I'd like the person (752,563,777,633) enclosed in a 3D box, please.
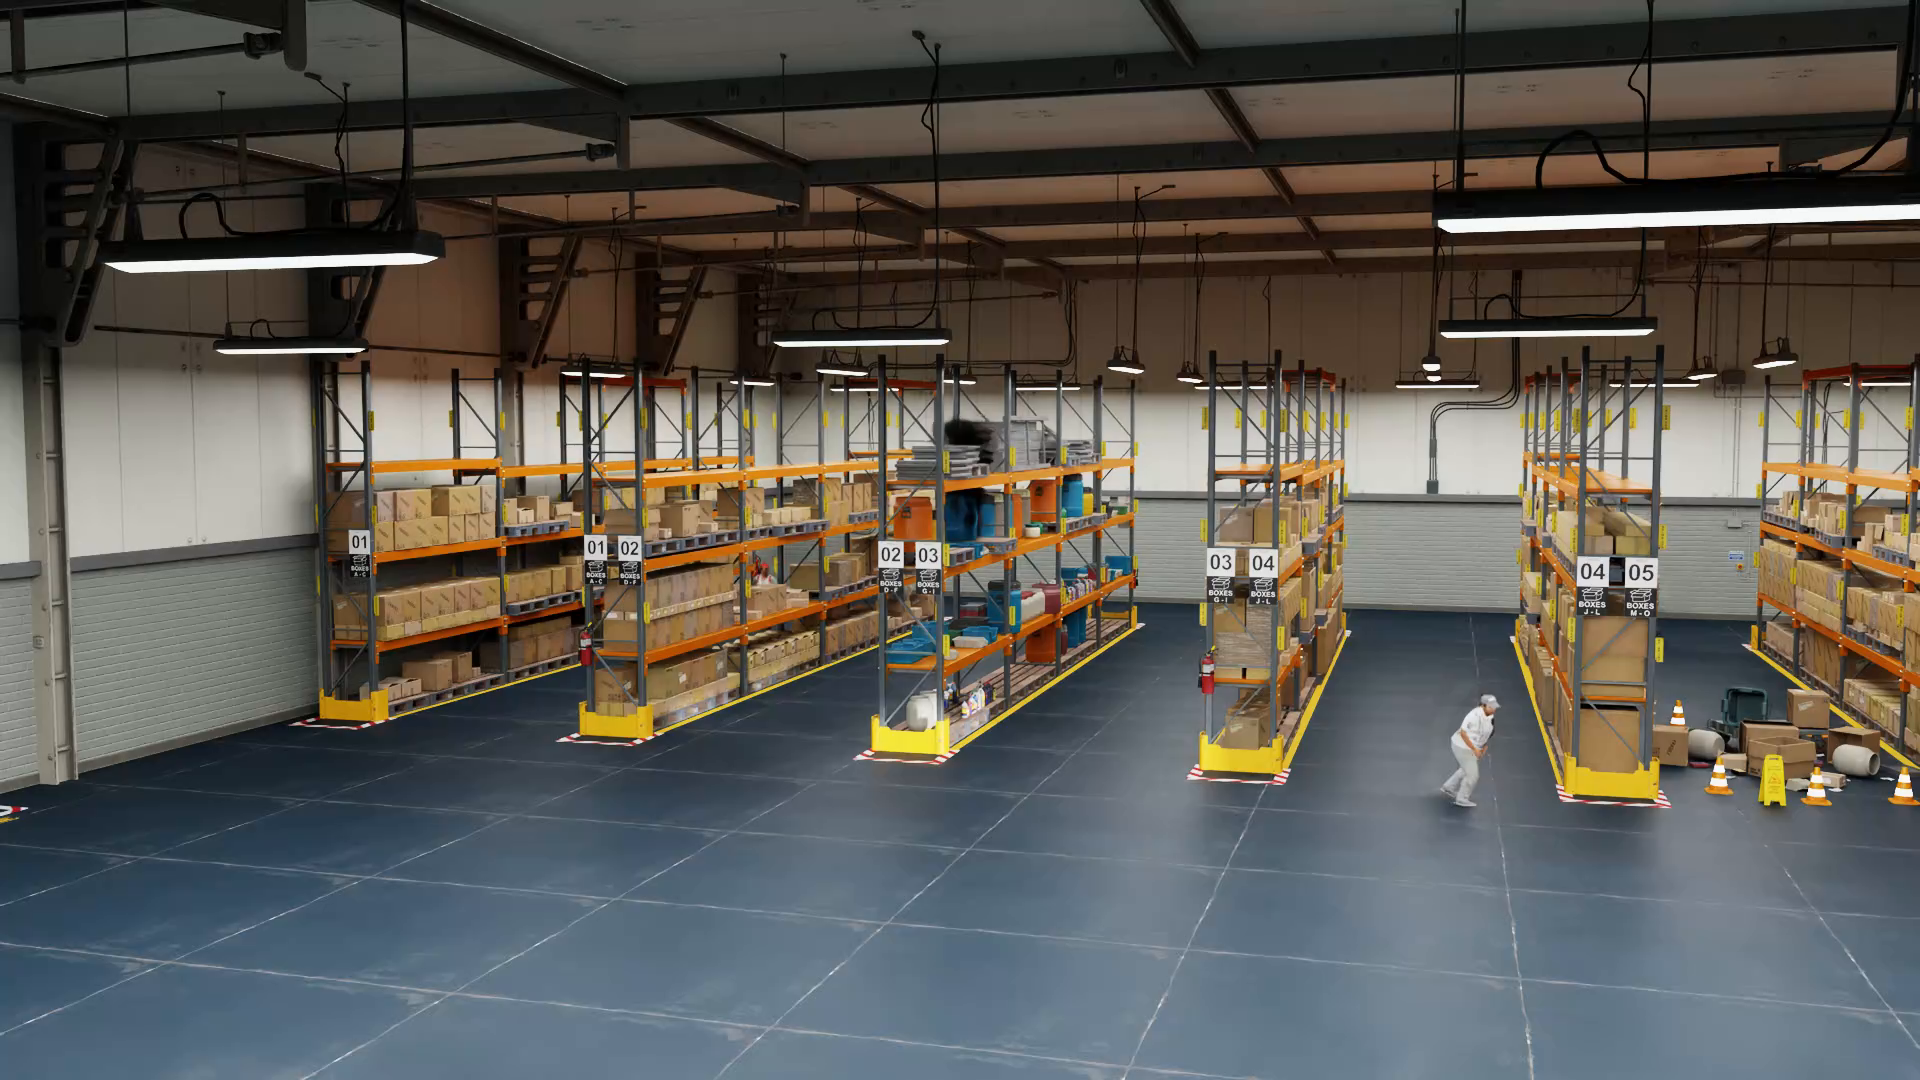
[{"bbox_3d":[-4.463,1.411,37.771,0.647,1.783,0.700,0,4,4],"label":"person"}]

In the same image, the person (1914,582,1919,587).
[{"bbox_3d":[19.923,1.675,34.378,0.688,1.747,0.993,-2,4,-22],"label":"person"}]

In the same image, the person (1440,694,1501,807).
[{"bbox_3d":[6.630,2.707,21.609,0.918,1.514,0.645,4,5,42],"label":"person"}]

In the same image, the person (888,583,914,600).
[{"bbox_3d":[-1.583,1.007,44.744,1.011,1.696,0.696,3,5,32],"label":"person"}]
